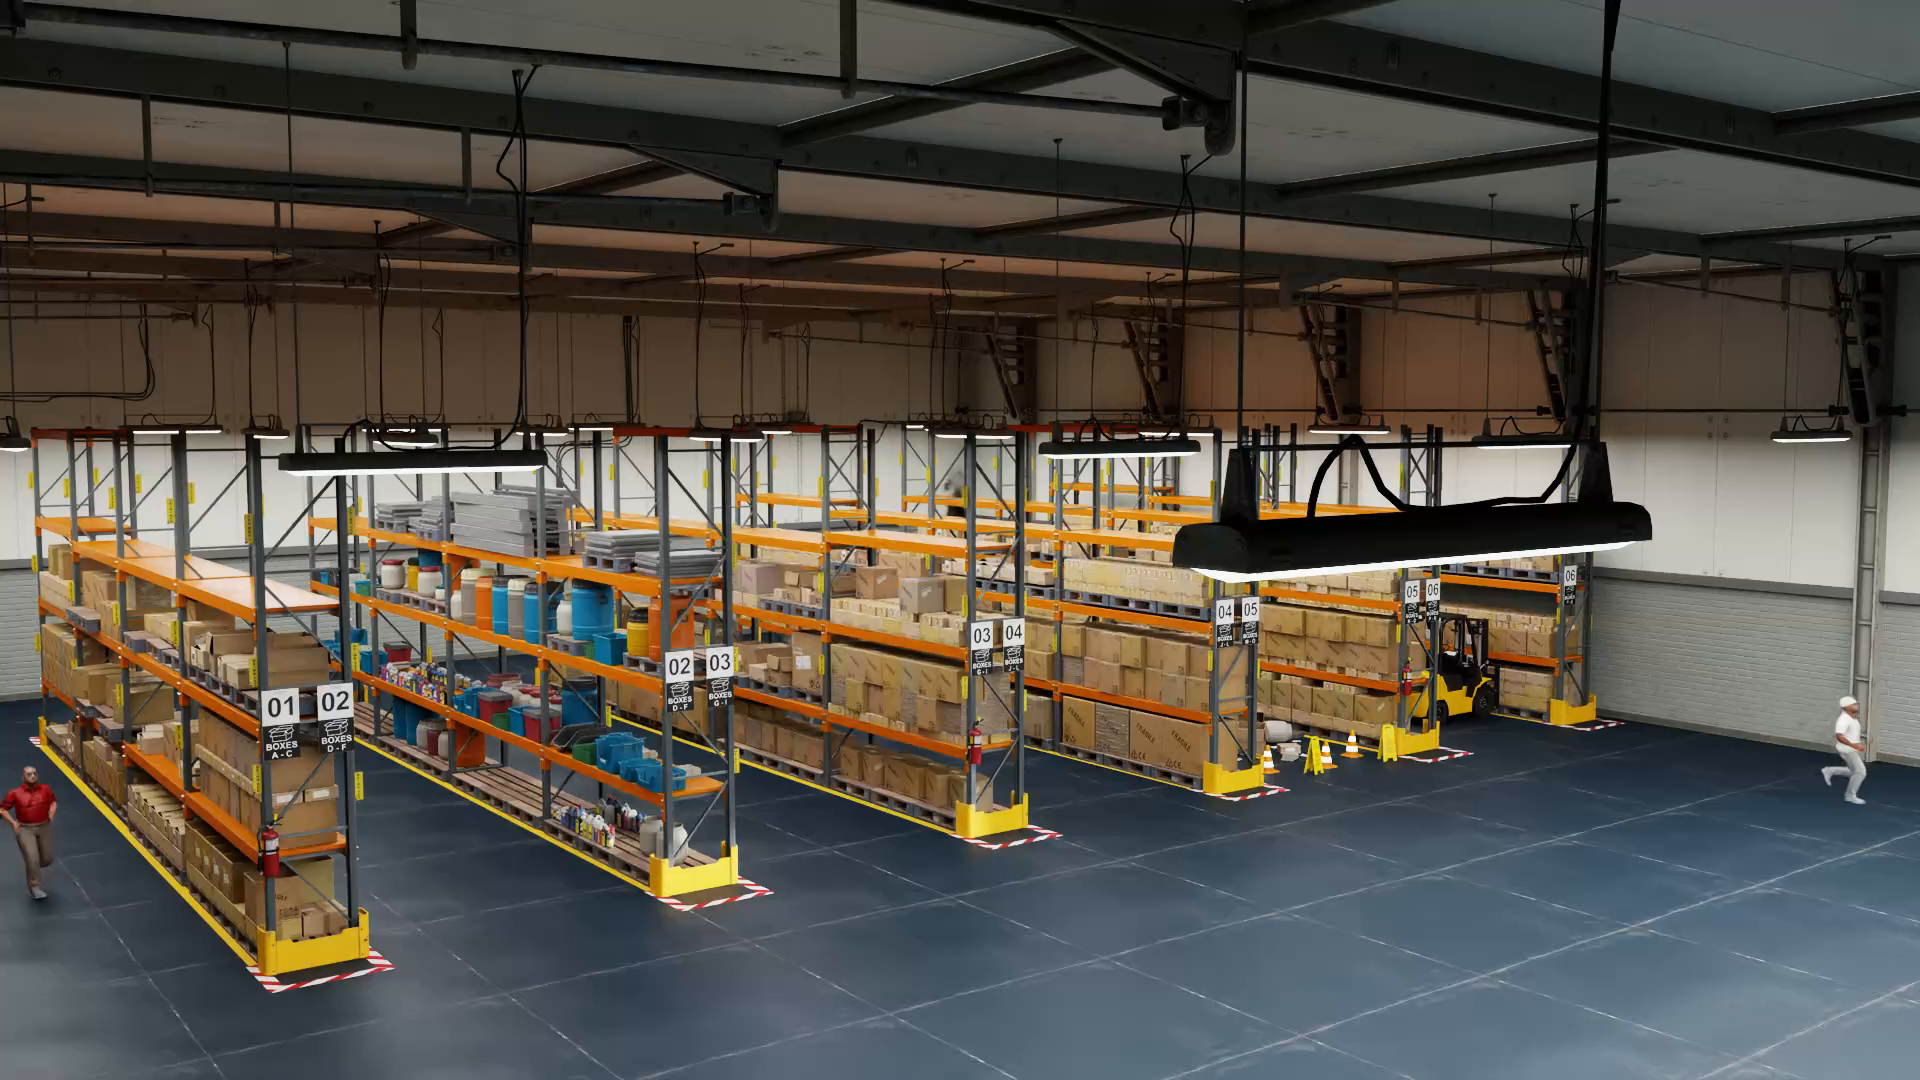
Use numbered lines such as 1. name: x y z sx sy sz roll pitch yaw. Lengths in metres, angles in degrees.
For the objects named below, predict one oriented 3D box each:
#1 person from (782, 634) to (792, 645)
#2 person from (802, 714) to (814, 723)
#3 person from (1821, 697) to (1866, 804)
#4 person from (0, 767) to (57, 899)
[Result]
1. person: -4.334 2.269 41.872 0.740 1.671 0.676 2 5 21
2. person: -3.001 2.889 32.790 0.670 1.733 0.686 -3 6 -38
3. person: 14.306 3.378 26.889 0.661 1.703 0.720 3 5 32
4. person: -12.108 3.786 21.680 0.752 1.679 0.669 4 6 42
